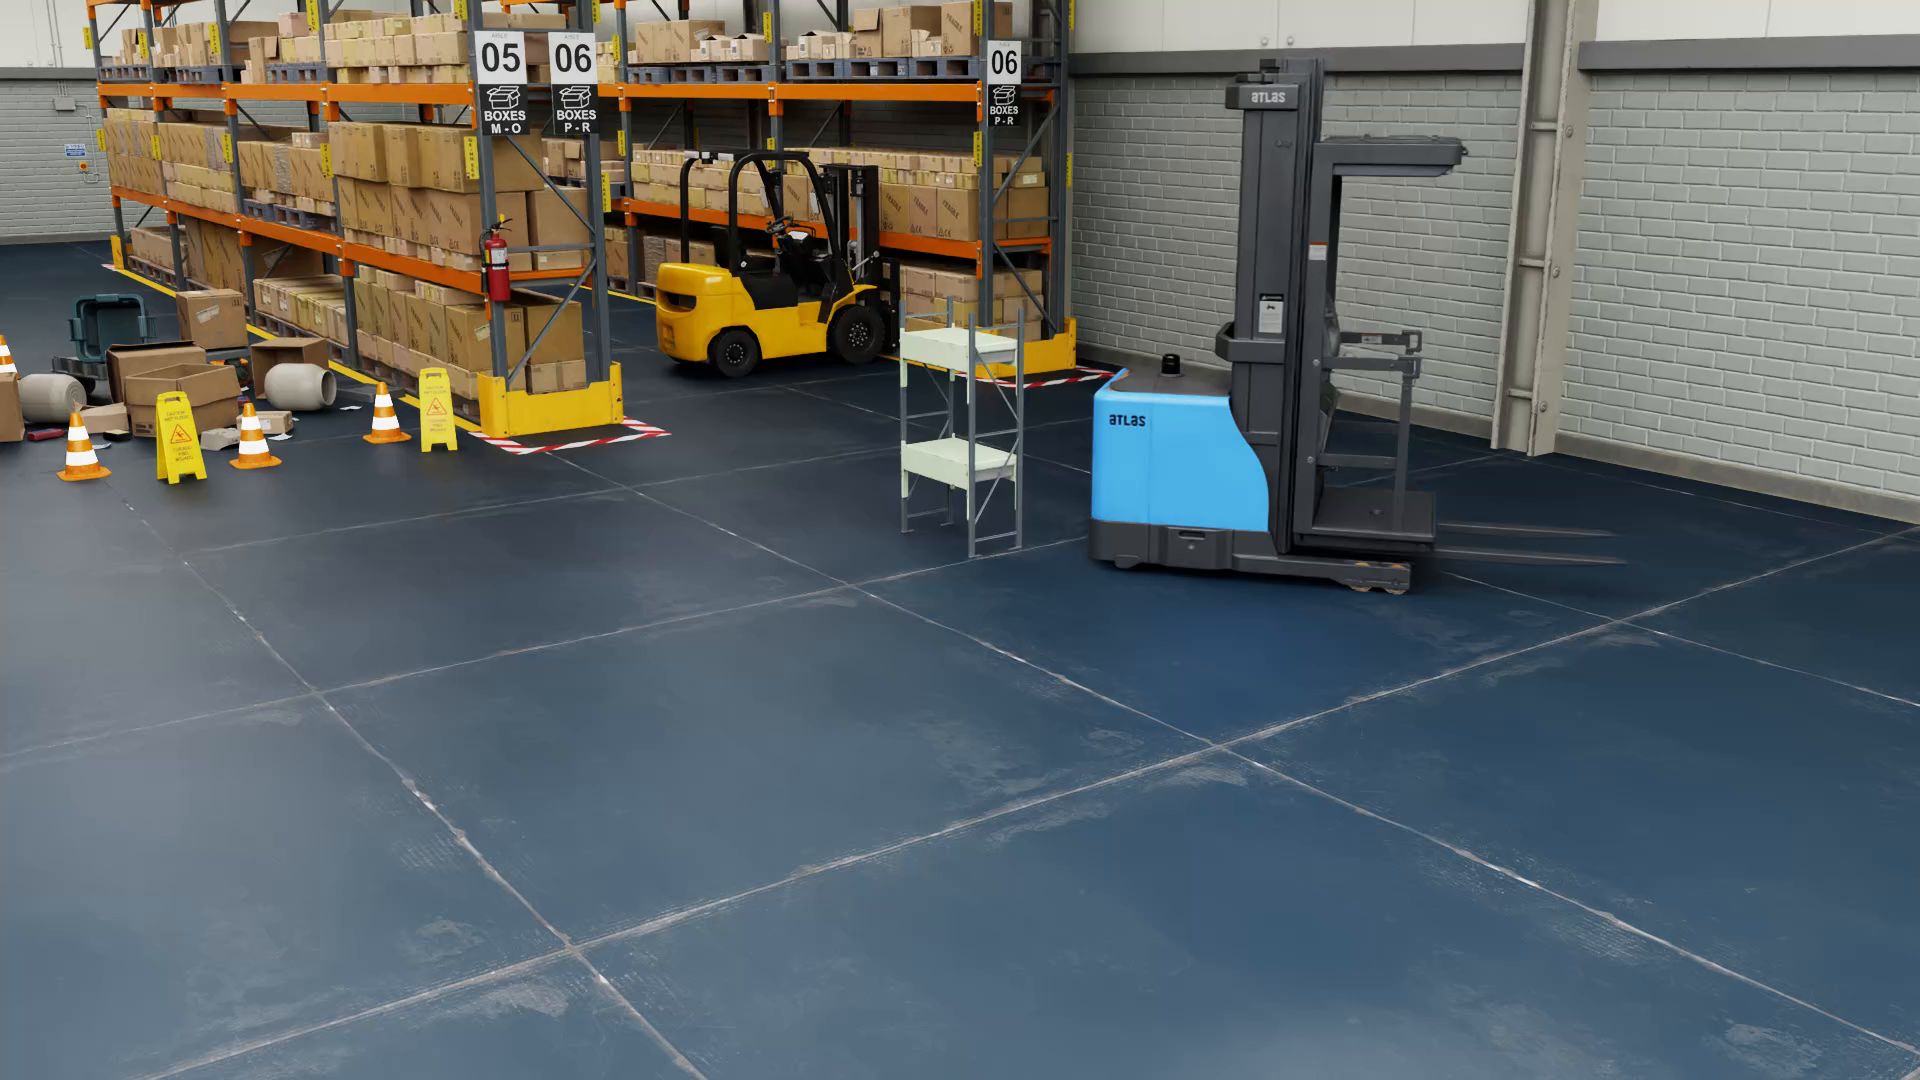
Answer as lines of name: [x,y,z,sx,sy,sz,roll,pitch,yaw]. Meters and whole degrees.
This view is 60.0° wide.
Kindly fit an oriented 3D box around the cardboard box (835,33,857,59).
cardboard box: [-1.104,-5.280,17.773,0.396,0.266,0.258,-11,19,-36]

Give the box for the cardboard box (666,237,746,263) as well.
cardboard box: [-3.337,-3.649,21.930,0.875,0.625,0.625,-10,18,-33]

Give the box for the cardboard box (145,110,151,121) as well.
cardboard box: [-11.255,-5.987,23.458,0.380,0.149,0.250,-11,19,-35]

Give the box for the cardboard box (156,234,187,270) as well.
cardboard box: [-11.257,-4.257,24.506,0.875,0.438,0.875,-12,19,-36]

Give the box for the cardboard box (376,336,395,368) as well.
cardboard box: [-5.292,-1.836,16.017,0.500,0.250,0.500,-10,18,-31]

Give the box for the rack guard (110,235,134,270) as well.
rack guard: [-12.814,-4.602,26.444,1.175,0.500,0.348,-11,19,-35]

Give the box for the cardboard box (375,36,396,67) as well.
cardboard box: [-4.813,-4.297,14.631,0.500,0.250,0.500,-11,19,-34]

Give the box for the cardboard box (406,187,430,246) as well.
cardboard box: [-4.516,-2.866,14.612,0.500,0.500,0.500,-11,19,-35]

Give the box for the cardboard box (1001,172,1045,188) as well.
cardboard box: [0.631,-3.631,16.743,0.380,0.149,0.250,-11,19,-36]

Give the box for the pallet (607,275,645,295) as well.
pallet: [-4.491,-3.686,23.643,1.003,0.211,1.213,-11,19,-35]

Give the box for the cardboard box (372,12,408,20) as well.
cardboard box: [-6.064,-5.350,17.301,0.500,0.250,0.500,-11,19,-36]

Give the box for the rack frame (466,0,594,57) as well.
rack frame: [-3.392,-5.280,12.820,1.000,3.000,0.127,-11,19,-35]

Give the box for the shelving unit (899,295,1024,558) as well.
shelving unit: [0.004,-0.722,10.373,0.431,1.500,0.755,-11,19,-35]

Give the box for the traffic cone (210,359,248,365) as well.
traffic cone: [-7.605,-2.064,17.241,0.336,0.463,0.334,-11,19,-35]

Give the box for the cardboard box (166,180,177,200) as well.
cardboard box: [-10.402,-4.741,22.501,0.500,0.250,0.500,-11,19,-36]

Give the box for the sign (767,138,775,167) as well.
sign: [-2.164,-4.445,19.093,0.100,0.325,0.005,-11,19,-35]

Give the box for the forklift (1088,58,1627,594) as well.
forklift: [2.343,-1.260,9.629,3.031,2.935,1.130,4,16,15]

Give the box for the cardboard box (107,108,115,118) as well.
cardboard box: [-12.815,-6.527,25.430,0.380,0.149,0.250,-10,18,-33]

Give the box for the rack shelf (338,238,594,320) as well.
rack shelf: [-4.568,-2.466,15.267,1.077,0.370,4.000,-11,19,-35]

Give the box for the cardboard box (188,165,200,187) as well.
cardboard box: [-9.513,-4.653,21.232,0.500,0.250,0.500,-12,19,-36]

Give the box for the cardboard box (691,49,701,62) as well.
cardboard box: [-3.077,-5.940,20.406,0.380,0.149,0.250,-11,19,-35]

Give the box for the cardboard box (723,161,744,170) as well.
cardboard box: [-2.641,-4.559,20.134,0.380,0.149,0.250,-12,19,-36]

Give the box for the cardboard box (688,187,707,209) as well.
cardboard box: [-3.116,-4.332,21.007,0.500,0.250,0.500,-10,18,-33]

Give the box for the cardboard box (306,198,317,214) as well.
cardboard box: [-6.591,-3.497,17.352,0.380,0.149,0.250,-11,19,-35]

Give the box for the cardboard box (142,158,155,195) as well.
cardboard box: [-11.234,-5.165,23.576,0.500,0.500,0.500,-11,19,-36]

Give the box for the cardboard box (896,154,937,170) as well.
cardboard box: [-0.435,-3.908,17.192,0.380,0.149,0.250,-10,18,-33]

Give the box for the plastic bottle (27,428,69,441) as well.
plastic bottle: [-7.479,-0.869,13.637,0.133,0.061,0.283,10,18,33]

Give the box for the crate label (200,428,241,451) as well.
crate label: [-5.898,-0.810,13.277,0.298,0.136,0.250,7,17,23]

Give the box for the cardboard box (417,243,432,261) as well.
cardboard box: [-4.593,-2.574,14.774,0.380,0.149,0.250,-11,19,-35]

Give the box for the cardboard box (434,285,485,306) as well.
cardboard box: [-4.344,-2.135,14.460,0.380,0.149,0.250,-10,18,-33]

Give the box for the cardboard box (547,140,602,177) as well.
cardboard box: [-5.565,-5.554,24.203,0.700,0.500,0.500,-11,19,-35]

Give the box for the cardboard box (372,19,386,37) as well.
cardboard box: [-5.012,-4.563,14.849,0.380,0.149,0.250,-11,19,-35]

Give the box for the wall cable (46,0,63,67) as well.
wall cable: [-16.372,-9.867,29.581,0.463,3.000,0.029,-11,19,-35]

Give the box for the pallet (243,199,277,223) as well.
pallet: [-7.590,-3.866,19.383,1.213,0.211,1.003,-11,19,-35]

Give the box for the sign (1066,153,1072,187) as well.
sign: [1.073,-3.698,16.615,0.100,0.325,0.005,-11,19,-35]

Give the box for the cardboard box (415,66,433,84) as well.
cardboard box: [-4.409,-3.965,14.174,0.380,0.149,0.250,-11,19,-35]

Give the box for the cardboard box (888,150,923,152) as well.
cardboard box: [-0.572,-4.216,18.317,0.380,0.149,0.250,-11,19,-35]

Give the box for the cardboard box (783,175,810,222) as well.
cardboard box: [-1.681,-3.924,19.043,0.500,0.500,0.500,-12,19,-36]

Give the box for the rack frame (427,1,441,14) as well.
rack frame: [-8.787,-9.467,28.121,1.000,3.000,0.127,-11,19,-35]

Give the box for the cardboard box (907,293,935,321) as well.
cardboard box: [-0.204,-2.439,17.271,0.500,0.250,0.500,-11,19,-35]

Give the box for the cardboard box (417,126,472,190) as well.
cardboard box: [-4.160,-3.244,14.101,0.700,0.500,0.500,-11,19,-34]

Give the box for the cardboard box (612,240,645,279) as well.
cardboard box: [-4.505,-3.919,23.154,0.500,0.500,0.500,-10,18,-33]

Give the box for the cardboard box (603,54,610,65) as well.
cardboard box: [-4.623,-6.529,22.596,0.380,0.149,0.250,-11,19,-36]

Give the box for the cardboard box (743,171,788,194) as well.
cardboard box: [-2.226,-4.245,19.742,0.500,0.250,0.500,-11,19,-36]

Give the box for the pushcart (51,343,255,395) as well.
pushcart: [-7.559,-1.611,15.747,0.936,0.377,1.648,10,18,33]

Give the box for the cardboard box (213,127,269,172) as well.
cardboard box: [-8.611,-4.695,19.963,0.500,0.500,0.500,-11,19,-36]

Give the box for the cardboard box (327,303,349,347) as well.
cardboard box: [-6.054,-2.287,17.432,0.950,0.372,0.625,-11,19,-34]

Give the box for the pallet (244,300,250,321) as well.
pallet: [-8.498,-2.929,20.879,1.003,0.211,1.213,-11,19,-35]

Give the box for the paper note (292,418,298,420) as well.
paper note: [-5.750,-1.046,14.380,0.032,0.001,0.123,-11,19,-35]

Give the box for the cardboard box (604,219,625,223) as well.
cardboard box: [-5.065,-4.667,24.657,0.380,0.149,0.250,-12,19,-37]

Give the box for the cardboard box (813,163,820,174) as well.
cardboard box: [-1.427,-4.157,18.665,0.380,0.149,0.250,-11,19,-35]

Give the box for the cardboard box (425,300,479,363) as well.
cardboard box: [-4.383,-1.866,14.703,0.500,0.500,0.500,-10,18,-33]
